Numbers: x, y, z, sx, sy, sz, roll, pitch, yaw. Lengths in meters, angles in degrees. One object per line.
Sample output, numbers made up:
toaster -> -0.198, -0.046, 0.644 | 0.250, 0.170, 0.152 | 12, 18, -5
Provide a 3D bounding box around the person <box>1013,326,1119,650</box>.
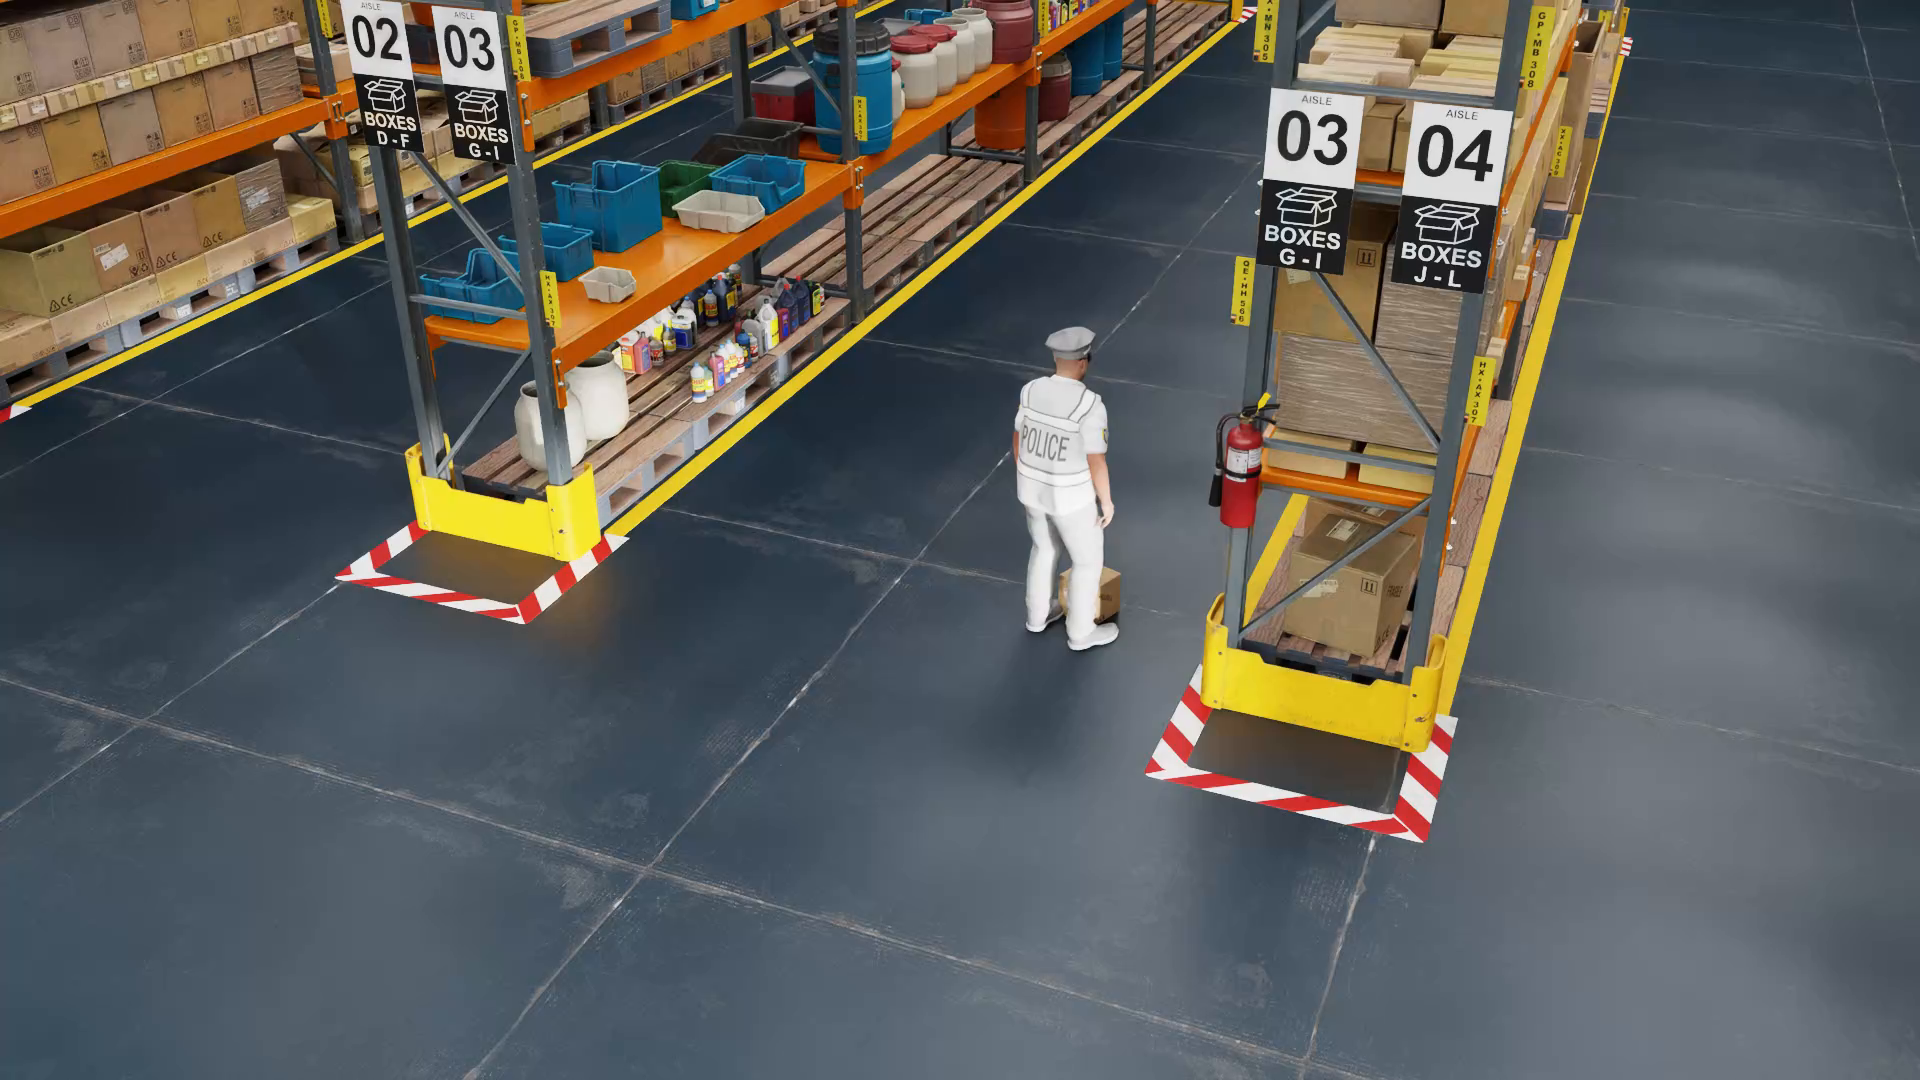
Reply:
person -> 0.543, -0.253, 8.840 | 0.604, 1.747, 0.437 | 22, 36, 34
